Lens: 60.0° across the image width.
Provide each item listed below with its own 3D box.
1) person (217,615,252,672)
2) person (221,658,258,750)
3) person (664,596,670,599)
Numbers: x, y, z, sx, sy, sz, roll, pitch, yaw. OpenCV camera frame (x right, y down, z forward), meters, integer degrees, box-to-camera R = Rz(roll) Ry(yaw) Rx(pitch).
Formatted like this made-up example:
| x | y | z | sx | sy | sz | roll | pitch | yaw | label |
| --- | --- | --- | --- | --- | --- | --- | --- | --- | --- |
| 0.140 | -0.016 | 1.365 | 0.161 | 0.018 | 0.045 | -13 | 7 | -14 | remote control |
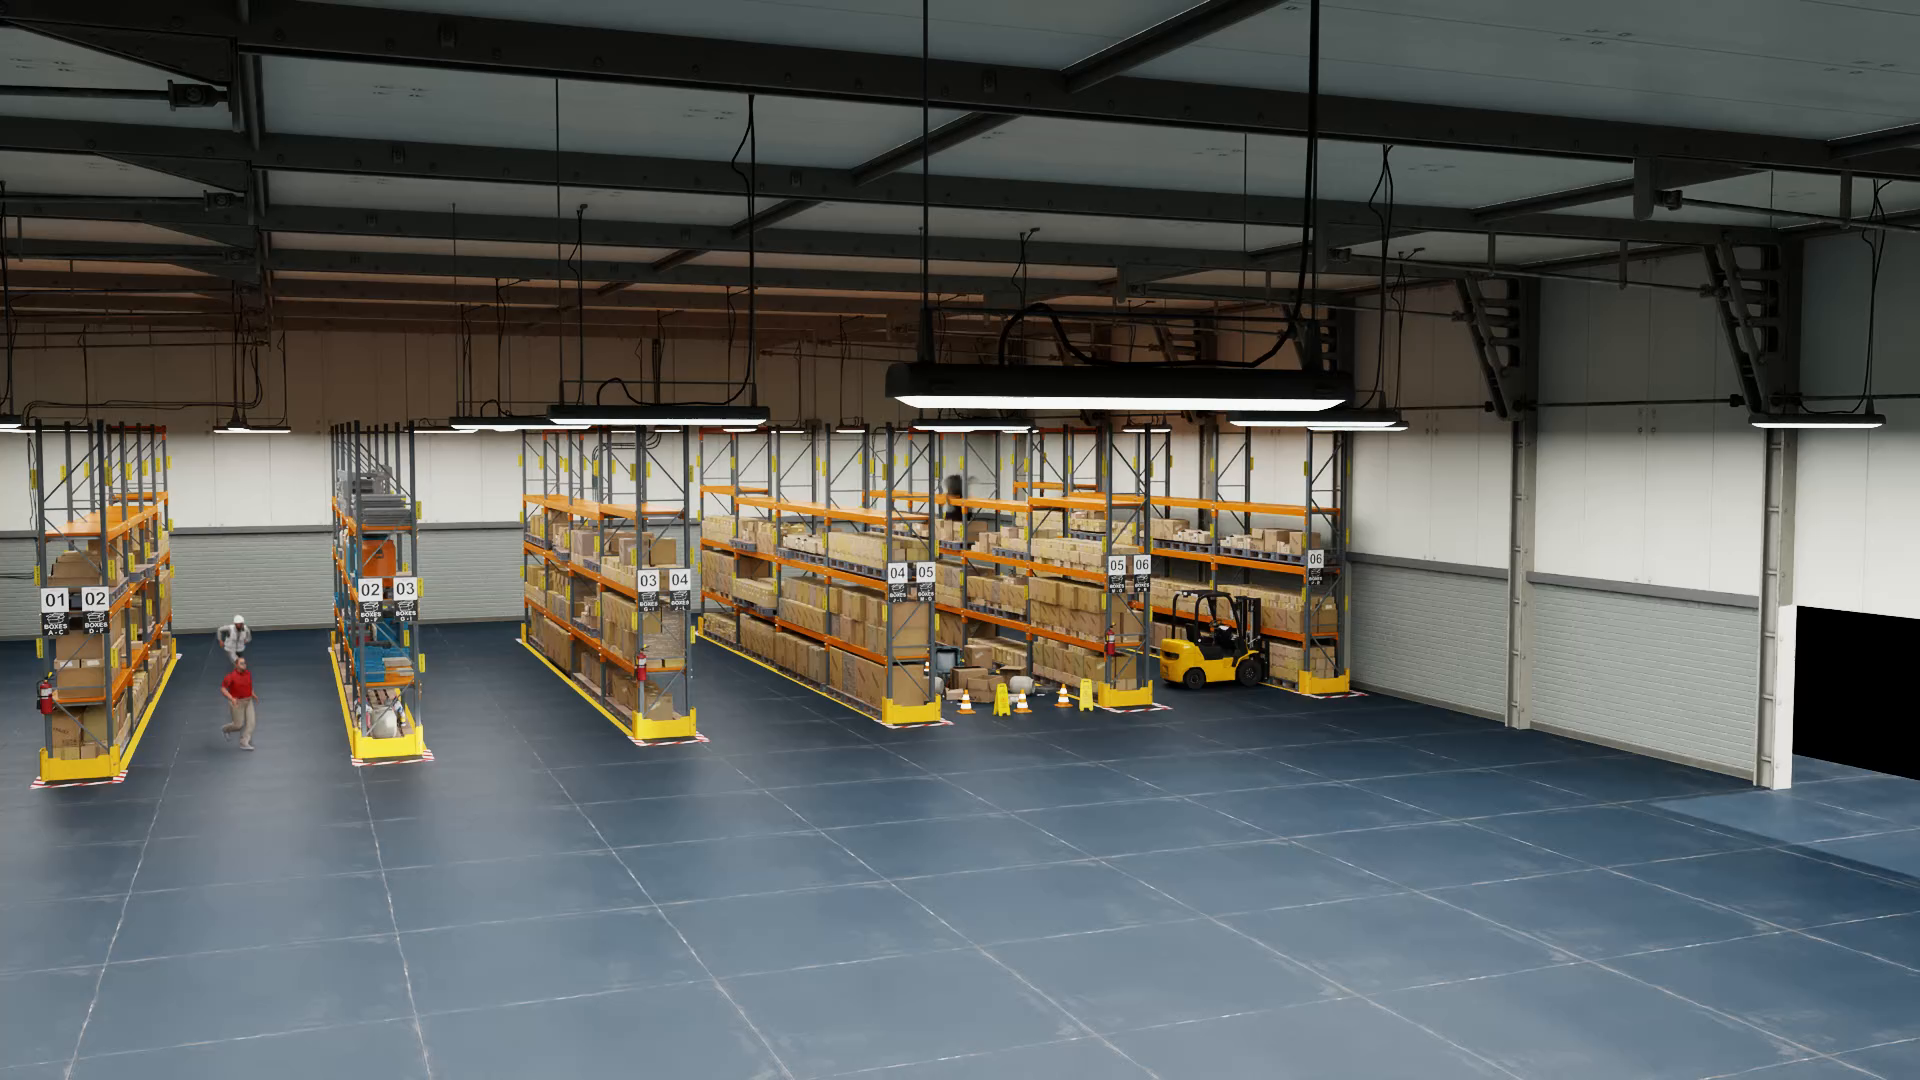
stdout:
| x | y | z | sx | sy | sz | roll | pitch | yaw | label |
| --- | --- | --- | --- | --- | --- | --- | --- | --- | --- |
| -16.536 | 2.548 | 37.894 | 0.706 | 1.717 | 0.995 | -3 | 4 | -37 | person |
| -13.181 | 2.989 | 30.416 | 0.669 | 1.681 | 0.670 | 2 | 4 | 31 | person |
| -8.431 | 1.815 | 49.044 | 0.681 | 1.706 | 0.759 | -1 | 4 | -12 | person |
